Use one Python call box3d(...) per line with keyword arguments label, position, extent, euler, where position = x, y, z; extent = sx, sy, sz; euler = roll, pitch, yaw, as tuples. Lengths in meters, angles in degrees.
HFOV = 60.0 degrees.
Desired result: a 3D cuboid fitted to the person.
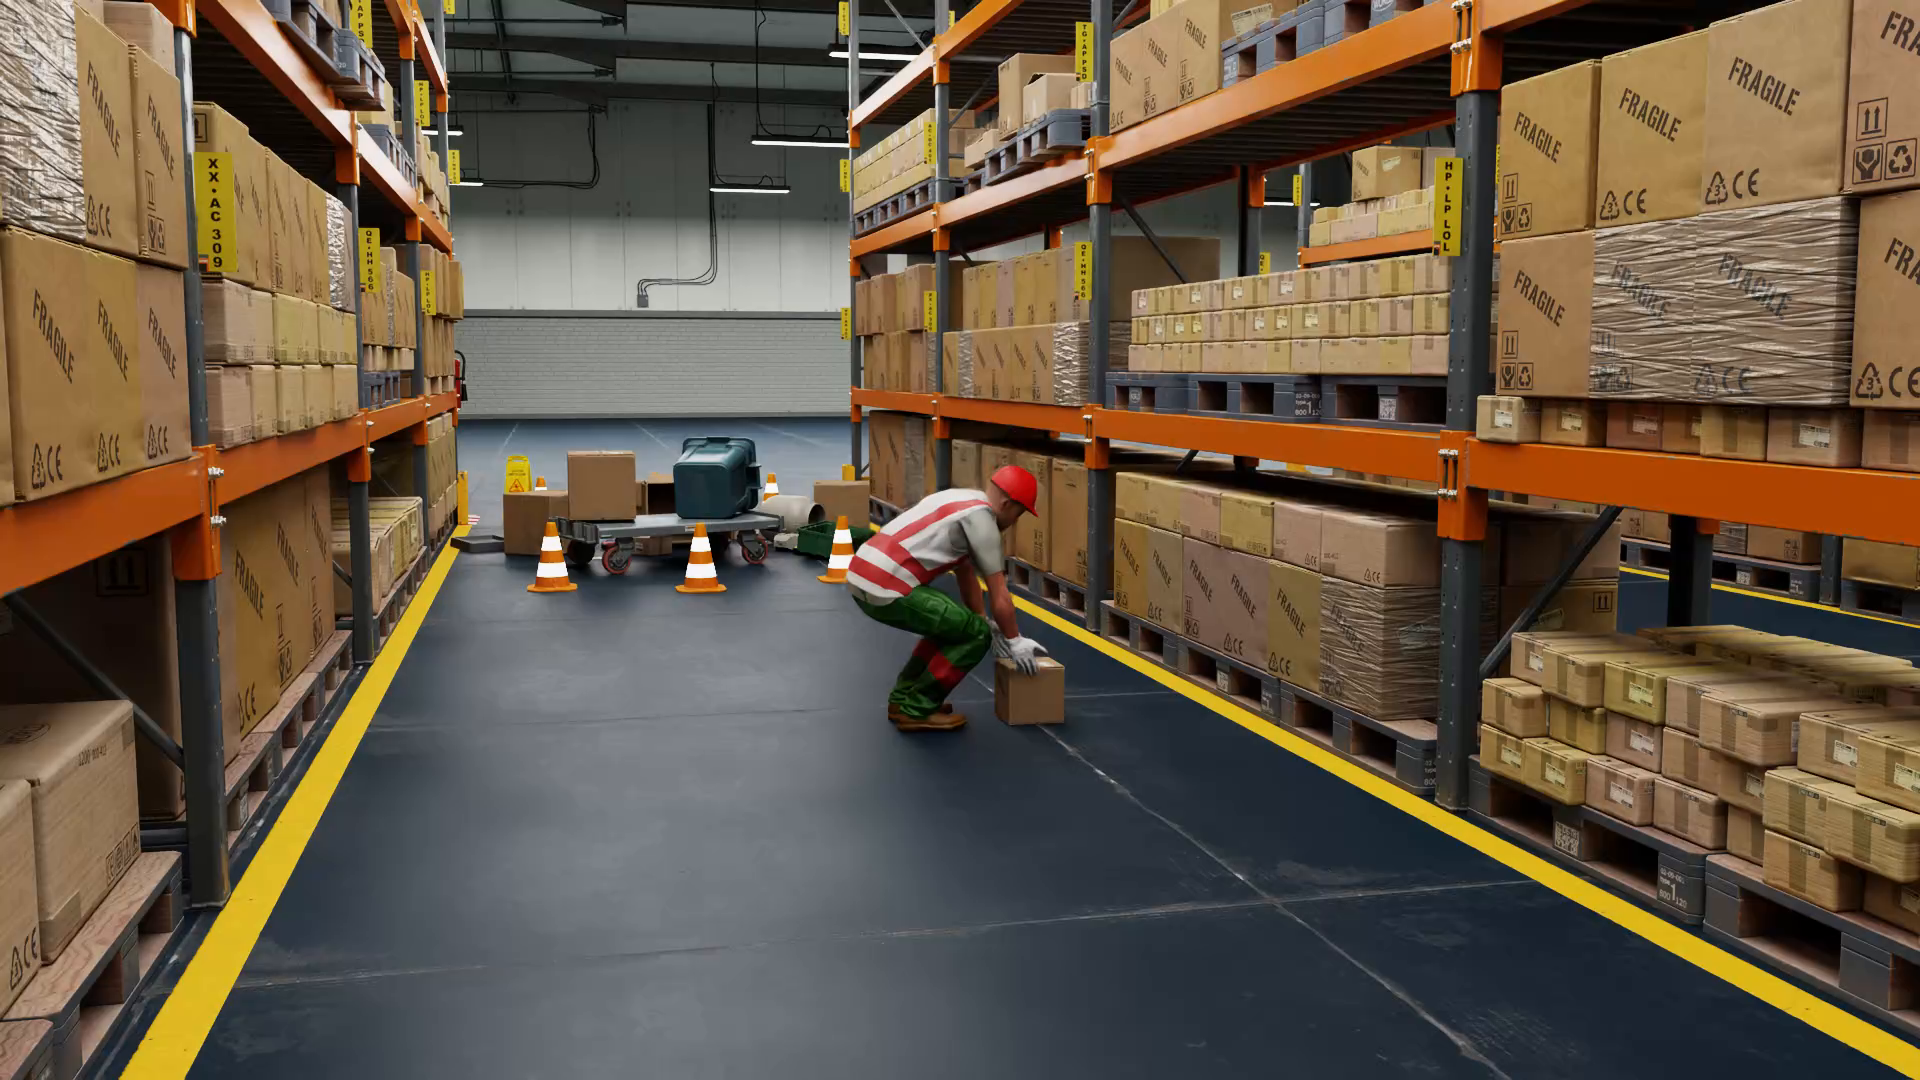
box3d(label="person", position=(-0.069, 0.239, 7.227), extent=(0.863, 1.116, 0.581), euler=(-1, 6, -14))
